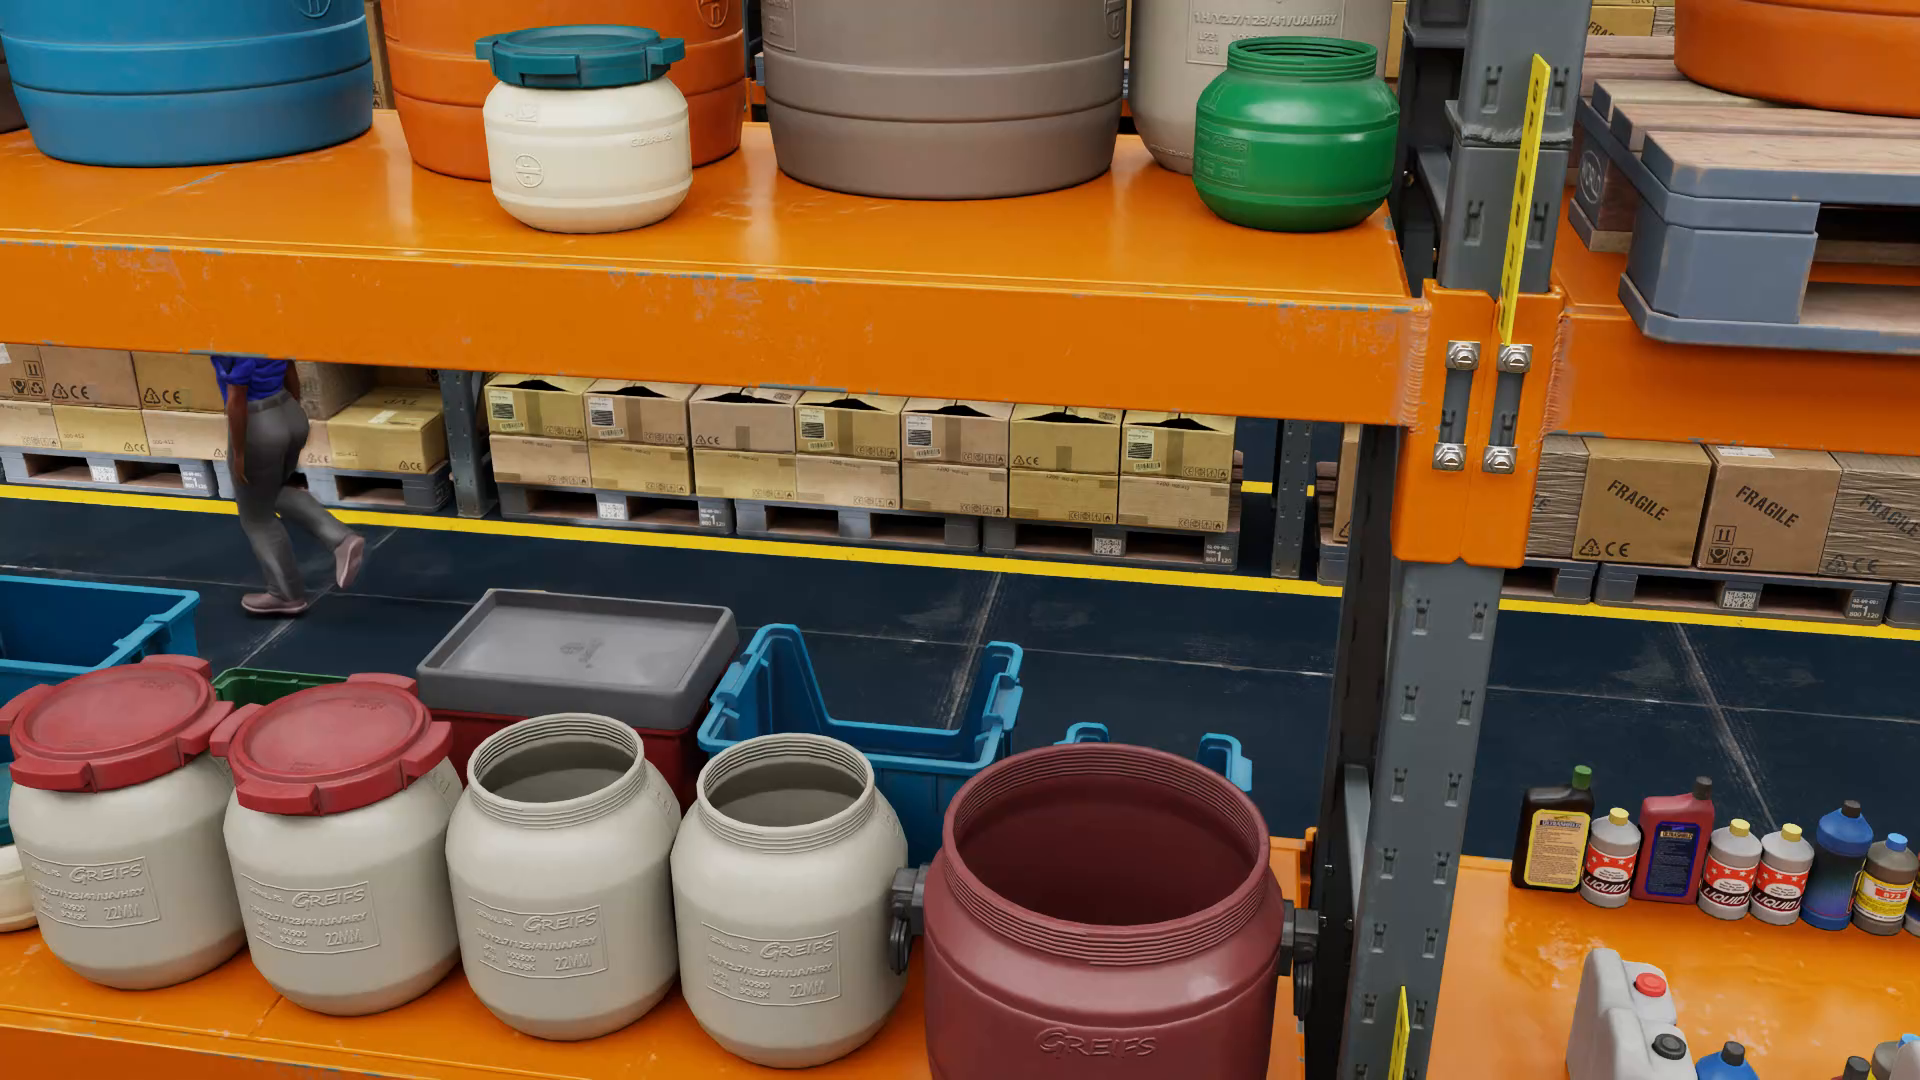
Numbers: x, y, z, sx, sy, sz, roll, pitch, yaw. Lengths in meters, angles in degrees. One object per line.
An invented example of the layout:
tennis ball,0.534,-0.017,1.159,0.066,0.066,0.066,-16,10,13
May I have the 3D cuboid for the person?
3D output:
person,-2.897,-0.457,7.042,0.539,1.645,0.467,4,25,8
